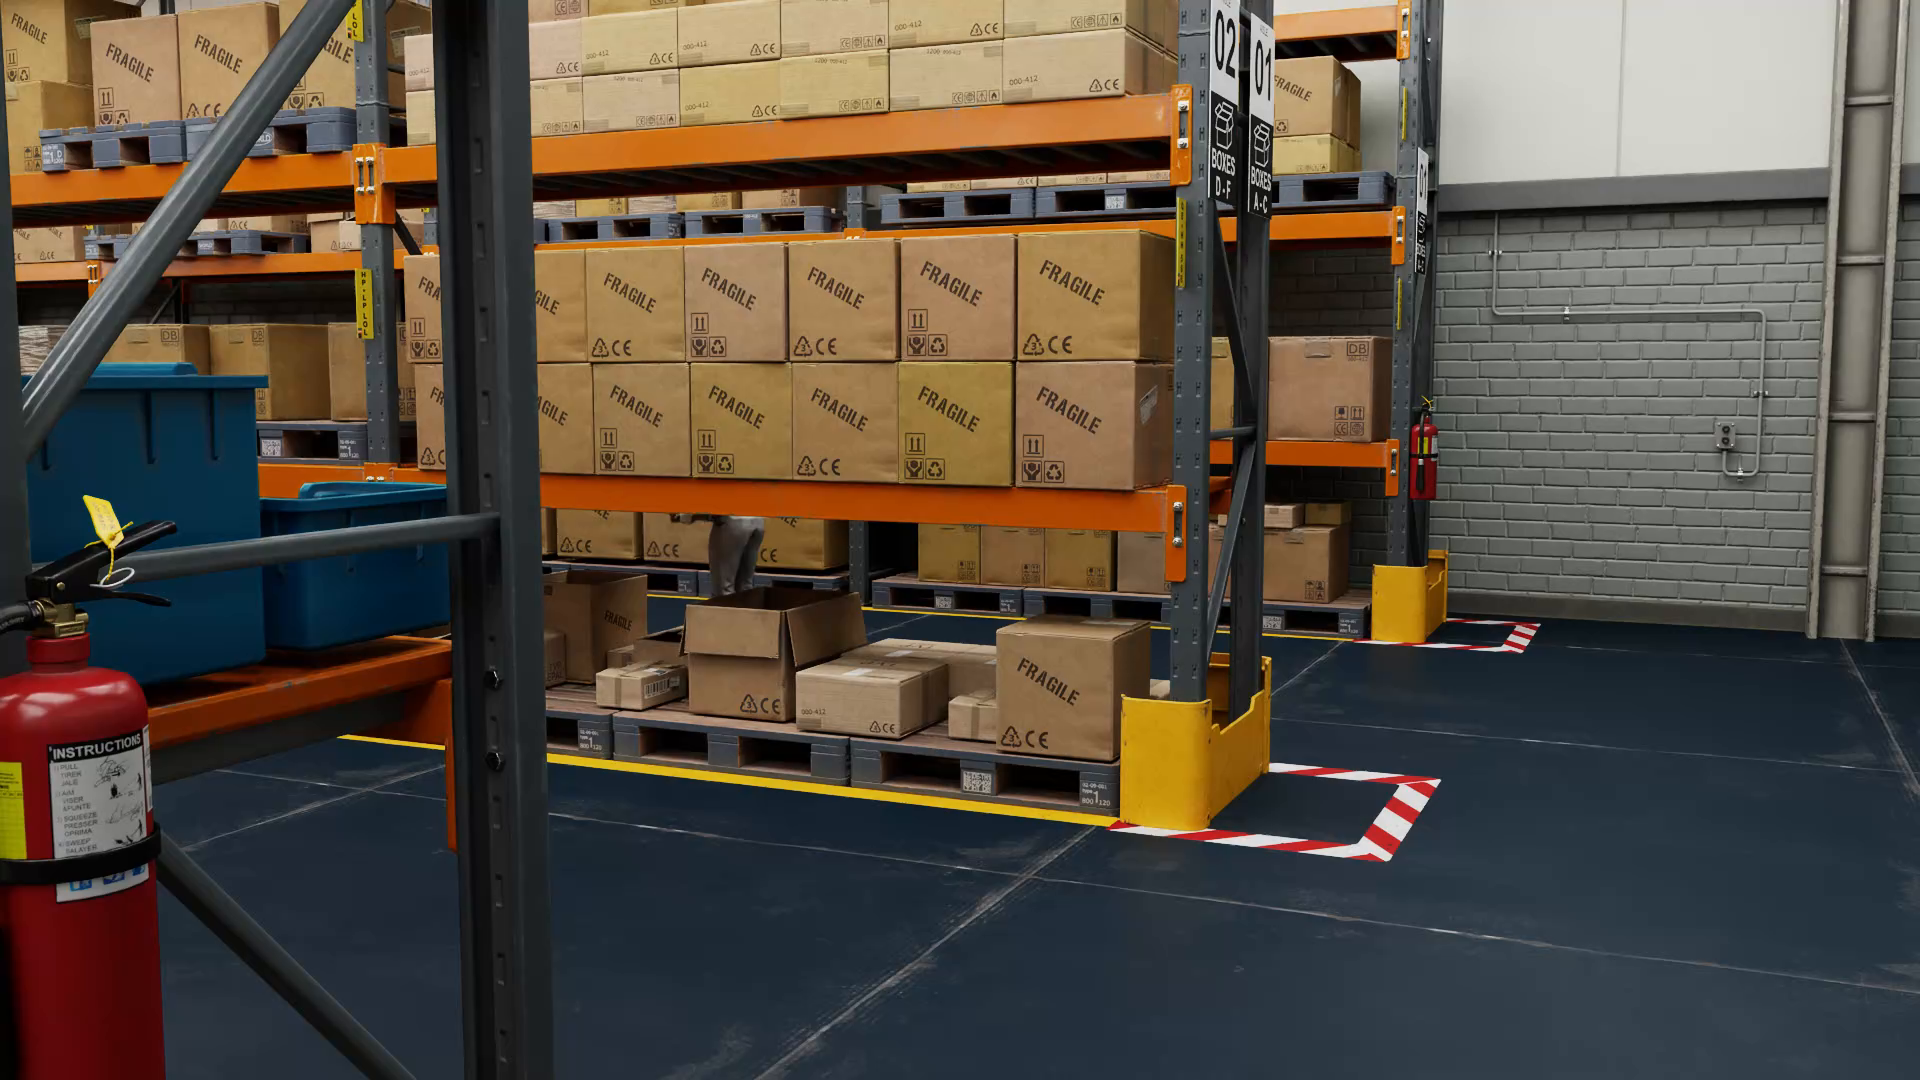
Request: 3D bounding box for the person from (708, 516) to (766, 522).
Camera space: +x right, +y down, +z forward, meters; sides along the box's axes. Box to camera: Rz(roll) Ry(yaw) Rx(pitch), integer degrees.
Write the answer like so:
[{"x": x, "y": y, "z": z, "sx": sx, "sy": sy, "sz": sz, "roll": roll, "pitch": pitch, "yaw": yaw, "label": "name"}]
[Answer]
[{"x": -1.370, "y": -0.384, "z": 9.864, "sx": 0.412, "sy": 0.548, "sz": 0.459, "roll": 3, "pitch": 6, "yaw": 25, "label": "person"}]
